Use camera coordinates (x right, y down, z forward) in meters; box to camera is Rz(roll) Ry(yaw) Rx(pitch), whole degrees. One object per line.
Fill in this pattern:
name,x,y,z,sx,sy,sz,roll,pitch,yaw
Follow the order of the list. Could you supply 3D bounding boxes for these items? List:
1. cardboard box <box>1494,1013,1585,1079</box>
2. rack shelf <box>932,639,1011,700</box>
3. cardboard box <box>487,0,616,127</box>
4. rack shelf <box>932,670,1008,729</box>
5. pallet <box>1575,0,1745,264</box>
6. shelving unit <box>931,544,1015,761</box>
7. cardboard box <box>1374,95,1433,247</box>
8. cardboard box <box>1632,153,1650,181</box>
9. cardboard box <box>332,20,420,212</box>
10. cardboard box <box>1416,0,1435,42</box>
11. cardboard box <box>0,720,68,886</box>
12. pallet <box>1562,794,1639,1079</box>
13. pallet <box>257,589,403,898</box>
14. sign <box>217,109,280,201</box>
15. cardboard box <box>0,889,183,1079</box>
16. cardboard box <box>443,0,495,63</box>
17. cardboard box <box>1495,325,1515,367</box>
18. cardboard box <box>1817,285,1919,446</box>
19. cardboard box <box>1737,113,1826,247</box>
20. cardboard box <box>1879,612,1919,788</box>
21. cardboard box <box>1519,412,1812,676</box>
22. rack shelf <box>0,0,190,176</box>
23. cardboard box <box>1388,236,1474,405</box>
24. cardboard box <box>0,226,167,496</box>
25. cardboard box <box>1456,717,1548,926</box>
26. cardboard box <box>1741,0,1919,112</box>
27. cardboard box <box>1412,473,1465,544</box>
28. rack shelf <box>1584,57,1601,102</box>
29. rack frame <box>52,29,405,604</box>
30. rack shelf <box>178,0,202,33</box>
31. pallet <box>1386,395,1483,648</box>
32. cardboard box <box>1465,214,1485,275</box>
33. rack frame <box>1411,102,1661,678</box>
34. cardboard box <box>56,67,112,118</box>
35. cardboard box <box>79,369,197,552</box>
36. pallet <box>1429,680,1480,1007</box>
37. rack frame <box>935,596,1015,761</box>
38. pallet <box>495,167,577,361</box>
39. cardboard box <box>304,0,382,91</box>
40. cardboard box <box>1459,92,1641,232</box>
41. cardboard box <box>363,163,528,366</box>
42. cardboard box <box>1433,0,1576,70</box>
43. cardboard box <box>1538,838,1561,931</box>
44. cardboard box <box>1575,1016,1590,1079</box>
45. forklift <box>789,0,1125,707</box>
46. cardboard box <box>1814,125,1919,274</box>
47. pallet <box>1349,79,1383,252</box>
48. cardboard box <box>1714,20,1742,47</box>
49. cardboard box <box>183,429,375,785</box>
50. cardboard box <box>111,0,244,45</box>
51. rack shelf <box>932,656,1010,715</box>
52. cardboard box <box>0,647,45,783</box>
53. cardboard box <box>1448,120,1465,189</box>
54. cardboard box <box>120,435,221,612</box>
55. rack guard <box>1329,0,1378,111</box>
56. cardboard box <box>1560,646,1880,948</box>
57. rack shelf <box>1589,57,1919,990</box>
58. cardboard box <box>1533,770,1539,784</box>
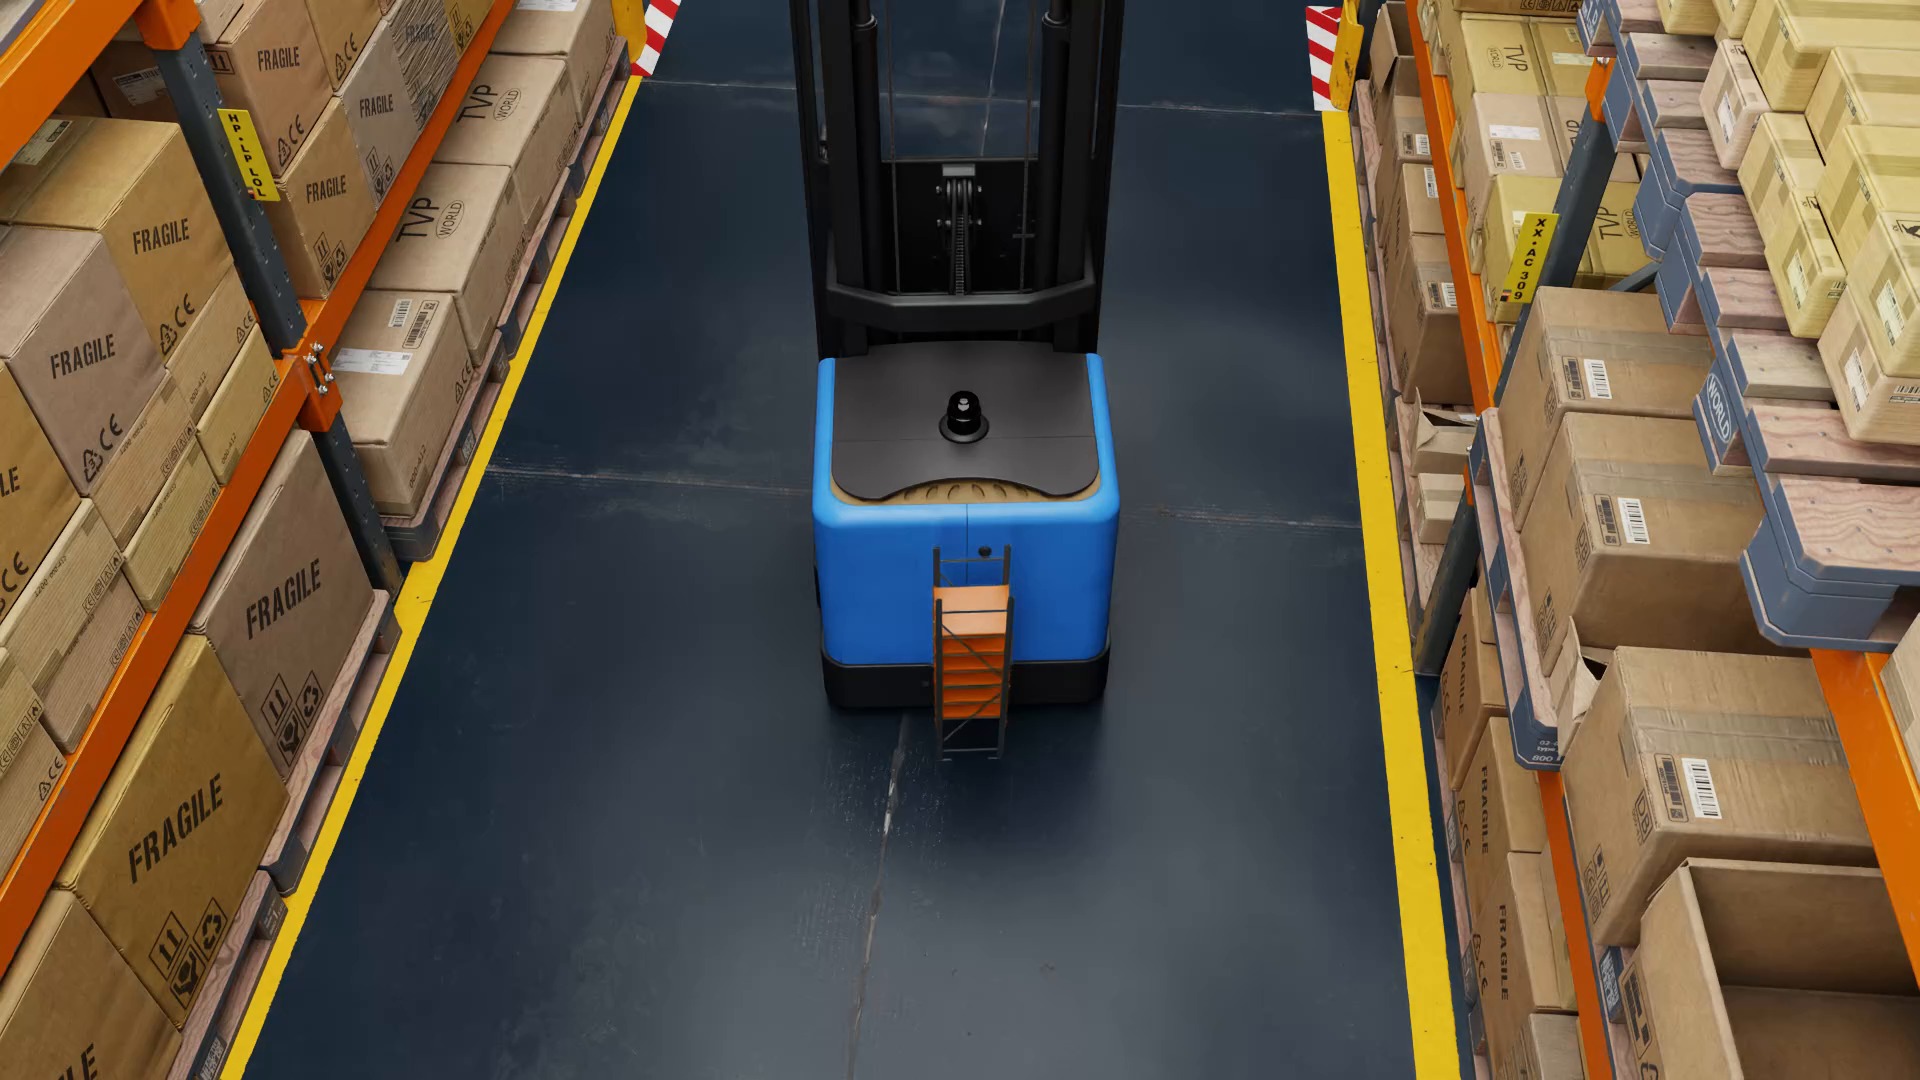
cardboard box,1.815,1.673,4.623,0.500,0.500,0.500,2,48,2
rack shelf,0.036,0.431,5.617,0.258,0.103,0.180,-2,59,-2
cardboard box,-2.314,-2.564,8.540,0.875,0.438,0.875,2,48,2
rack shelf,0.034,0.556,5.823,0.258,0.103,0.180,-2,59,-2
pallet,2.096,-0.983,3.737,1.213,0.211,1.003,4,48,4
shelving unit,0.037,0.408,5.579,0.258,1.200,0.189,-2,59,-2
cardboard box,2.323,-1.678,7.687,0.700,0.500,0.500,6,48,5
cardboard box,2.578,-1.273,5.808,0.500,0.250,0.500,3,48,3
cardboard box,-2.364,-1.570,6.112,0.500,0.500,0.500,4,48,4
cardboard box,2.120,-2.197,6.923,0.380,0.149,0.250,3,48,2
cardboard box,-2.663,0.681,4.222,0.500,0.250,0.500,4,48,4
pallet,2.034,1.066,3.898,1.003,0.211,1.213,4,48,4
pallet,-2.713,0.673,6.017,1.003,0.211,1.213,4,48,4
sign,-2.176,-1.174,5.086,0.100,0.325,0.005,4,48,4
cardboard box,-2.851,1.518,4.510,0.875,0.875,0.875,4,48,4
cardboard box,-2.265,-2.314,6.792,0.500,0.500,0.500,5,48,5
cardboard box,2.003,-0.675,5.531,0.380,0.149,0.250,4,48,4
cardboard box,1.688,-0.288,2.791,0.380,0.149,0.250,5,48,4
cardboard box,1.712,-0.668,3.139,0.380,0.149,0.250,3,48,3
cardboard box,1.757,0.338,2.503,0.500,0.250,0.500,4,48,4
cardboard box,1.912,0.037,4.357,0.700,0.500,0.500,4,48,4
rack shelf,-2.900,-0.140,3.326,1.077,0.370,4.000,4,48,4
cardboard box,2.229,-0.915,6.989,0.700,0.500,0.500,2,48,2
cardboard box,-2.548,-0.485,4.441,0.500,0.500,0.500,5,48,4
cardboard box,1.919,0.925,5.306,0.500,0.500,0.500,3,48,3
cardboard box,1.746,-0.947,3.193,0.380,0.149,0.250,3,48,3
cardboard box,1.984,-0.117,6.498,0.380,0.149,0.250,3,48,2
rack shelf,2.408,-2.748,5.711,1.077,0.370,4.000,4,48,4
rack frame,-2.718,-0.840,5.511,1.000,3.000,0.127,4,48,4
rack shelf,-2.535,-3.079,6.014,1.077,0.370,4.000,4,48,4
pallet,2.289,-0.072,6.699,1.003,0.211,1.213,4,48,4
cardboard box,2.005,-1.061,5.883,0.380,0.149,0.250,5,48,5
rack frame,2.226,-0.509,5.208,1.000,3.000,0.127,4,48,4
cardboard box,-2.950,-1.576,5.439,0.500,0.500,0.500,4,48,3
cardboard box,-2.554,-0.250,4.734,0.500,0.250,0.500,5,48,4
pallet,2.189,1.033,5.688,1.003,0.211,1.213,4,48,4
rack frame,0.041,0.487,5.532,0.240,1.200,0.006,-2,59,-2
pallet,-2.462,-1.351,7.869,1.003,0.211,1.213,4,48,4
cardboard box,-2.381,-1.915,5.750,0.500,0.500,0.500,3,48,3
cardboard box,2.060,-1.318,5.849,0.500,0.250,0.500,4,48,4
cardboard box,-2.473,-1.229,7.319,0.875,0.438,0.875,3,48,2
cardboard box,2.167,-2.062,6.529,0.500,0.250,0.500,3,48,3
cardboard box,1.896,1.002,4.797,0.380,0.149,0.250,4,48,3
cardboard box,1.876,1.384,4.447,0.380,0.149,0.250,4,48,4
forklift,-0.017,-1.450,6.116,1.130,2.935,3.031,-1,48,-1
cardboard box,1.713,-0.571,2.849,0.380,0.149,0.250,4,48,4
pallet,2.512,-1.865,8.339,1.003,0.211,1.213,4,48,4
cardboard box,1.819,-1.038,3.478,0.380,0.149,0.250,4,48,4
cardboard box,-2.695,0.197,5.719,0.875,0.875,0.875,5,48,5
cardboard box,-2.430,-1.644,5.062,0.380,0.149,0.250,3,48,3
rack shelf,0.035,0.494,5.720,0.258,0.103,0.180,-2,59,-2
cardboard box,-2.625,0.509,4.041,0.500,0.250,0.500,5,48,4
cardboard box,2.051,-1.441,6.231,0.380,0.149,0.250,3,48,3
cardboard box,-2.555,-0.068,4.907,0.500,0.250,0.500,3,48,3
rack guard,2.583,-2.549,8.768,1.175,0.500,0.348,4,48,4
cardboard box,1.840,0.614,3.830,0.700,0.500,0.500,4,48,3
rack shelf,2.043,0.191,3.023,1.077,0.370,4.000,4,48,4
cardboard box,1.968,0.618,5.148,0.380,0.149,0.250,2,48,2
